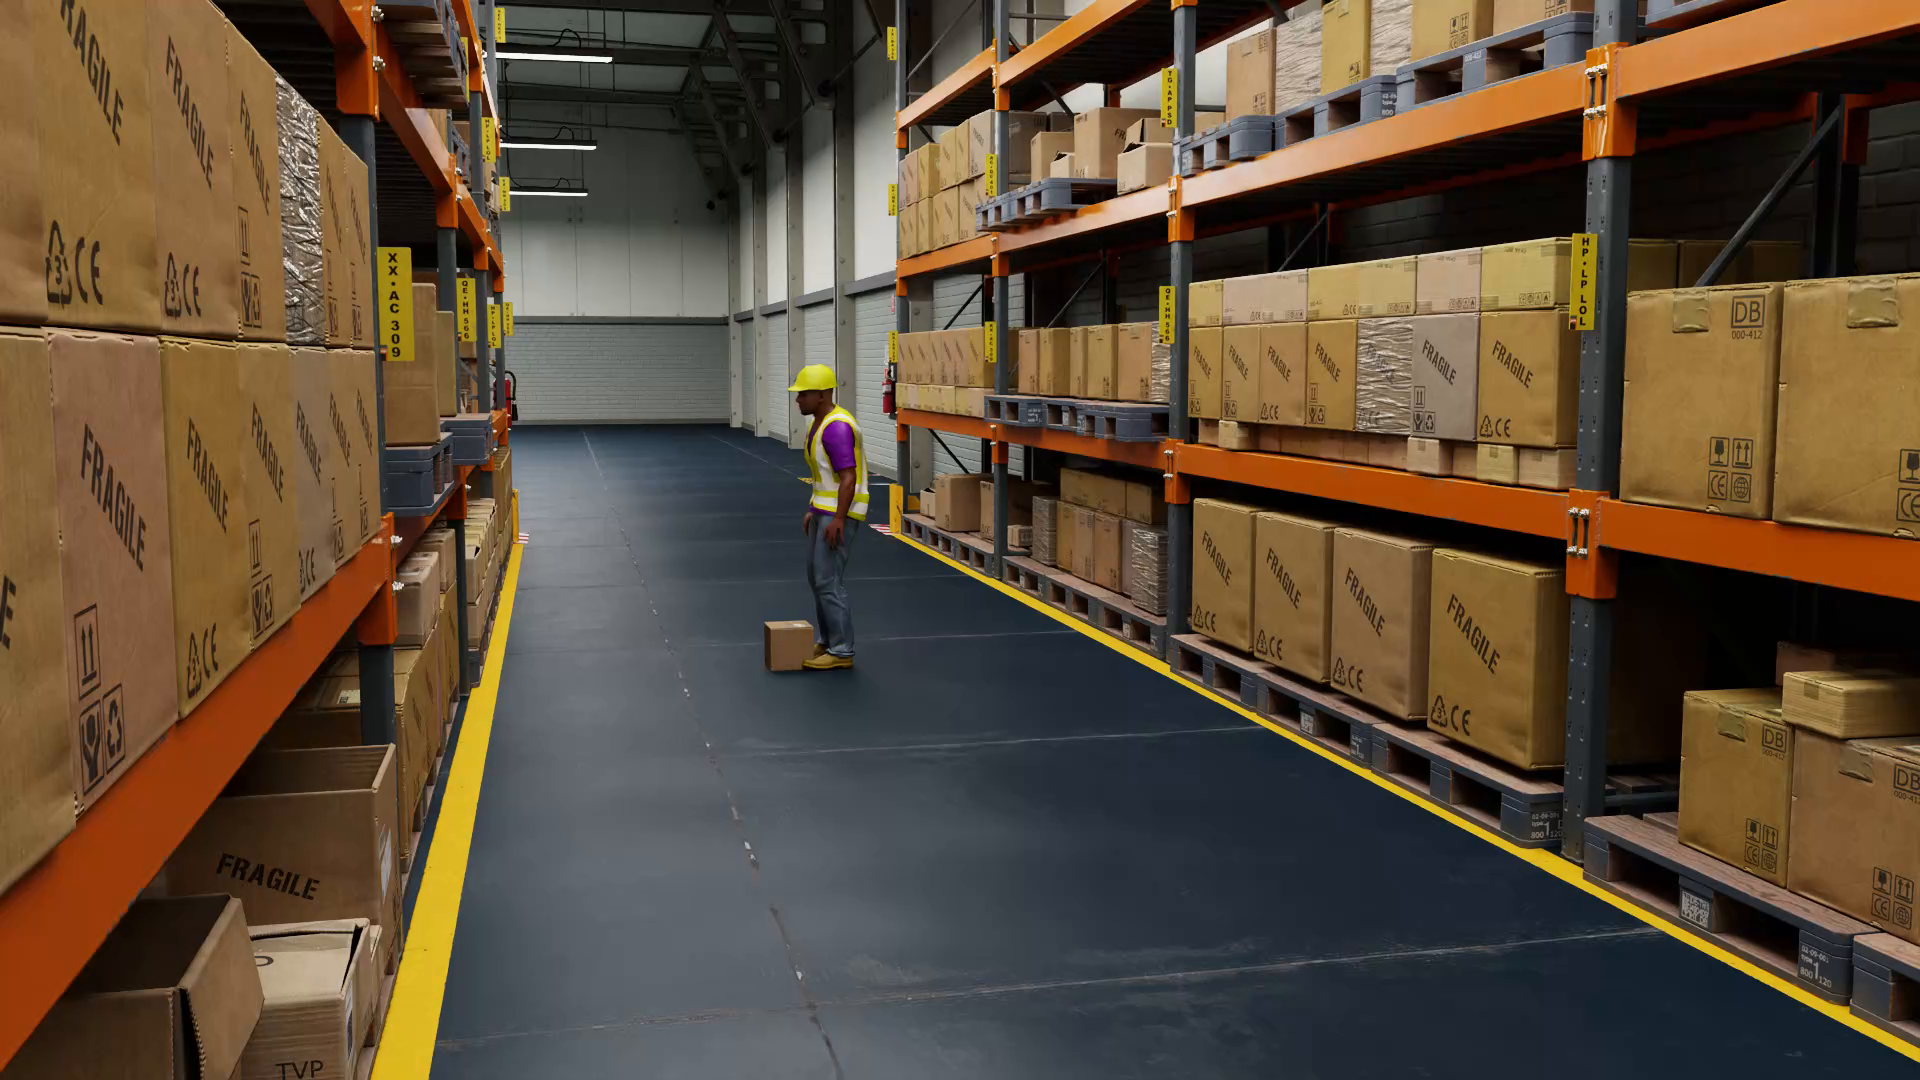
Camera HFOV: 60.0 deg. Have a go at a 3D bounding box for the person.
[{"bbox_3d":[-0.775,-0.139,9.679,0.461,1.759,0.634,-2,6,-17],"label":"person"}]
